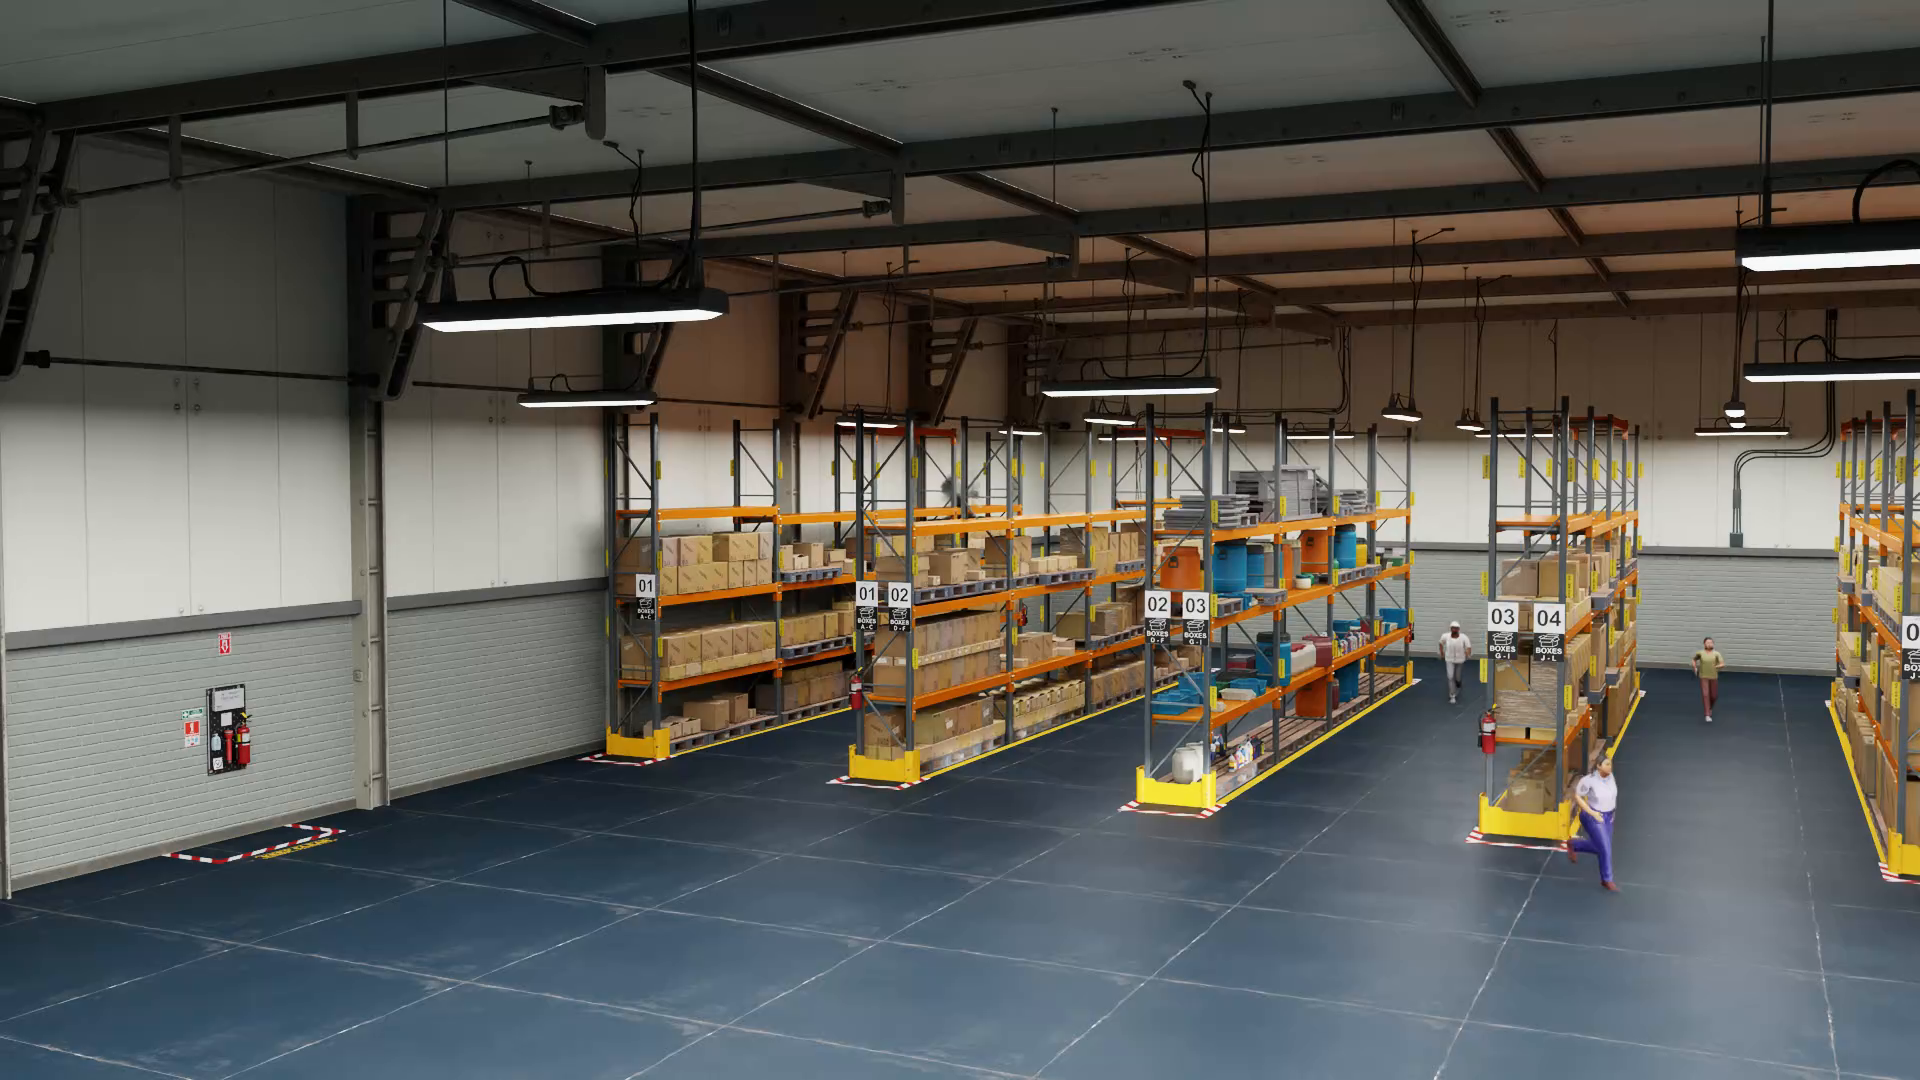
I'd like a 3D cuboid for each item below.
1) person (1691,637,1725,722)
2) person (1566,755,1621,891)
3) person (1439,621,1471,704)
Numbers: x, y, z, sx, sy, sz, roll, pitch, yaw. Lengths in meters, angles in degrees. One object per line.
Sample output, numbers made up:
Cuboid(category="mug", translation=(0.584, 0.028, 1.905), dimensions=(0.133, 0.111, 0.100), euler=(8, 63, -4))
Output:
Cuboid(category="person", translation=(14.943, 2.761, 33.205), dimensions=(0.584, 1.645, 0.939), euler=(1, 2, 16))
Cuboid(category="person", translation=(7.646, 3.381, 20.099), dimensions=(0.616, 1.639, 0.827), euler=(-1, 3, -29))
Cuboid(category="person", translation=(10.704, 2.622, 35.979), dimensions=(0.679, 1.751, 0.919), euler=(1, 2, 16))
